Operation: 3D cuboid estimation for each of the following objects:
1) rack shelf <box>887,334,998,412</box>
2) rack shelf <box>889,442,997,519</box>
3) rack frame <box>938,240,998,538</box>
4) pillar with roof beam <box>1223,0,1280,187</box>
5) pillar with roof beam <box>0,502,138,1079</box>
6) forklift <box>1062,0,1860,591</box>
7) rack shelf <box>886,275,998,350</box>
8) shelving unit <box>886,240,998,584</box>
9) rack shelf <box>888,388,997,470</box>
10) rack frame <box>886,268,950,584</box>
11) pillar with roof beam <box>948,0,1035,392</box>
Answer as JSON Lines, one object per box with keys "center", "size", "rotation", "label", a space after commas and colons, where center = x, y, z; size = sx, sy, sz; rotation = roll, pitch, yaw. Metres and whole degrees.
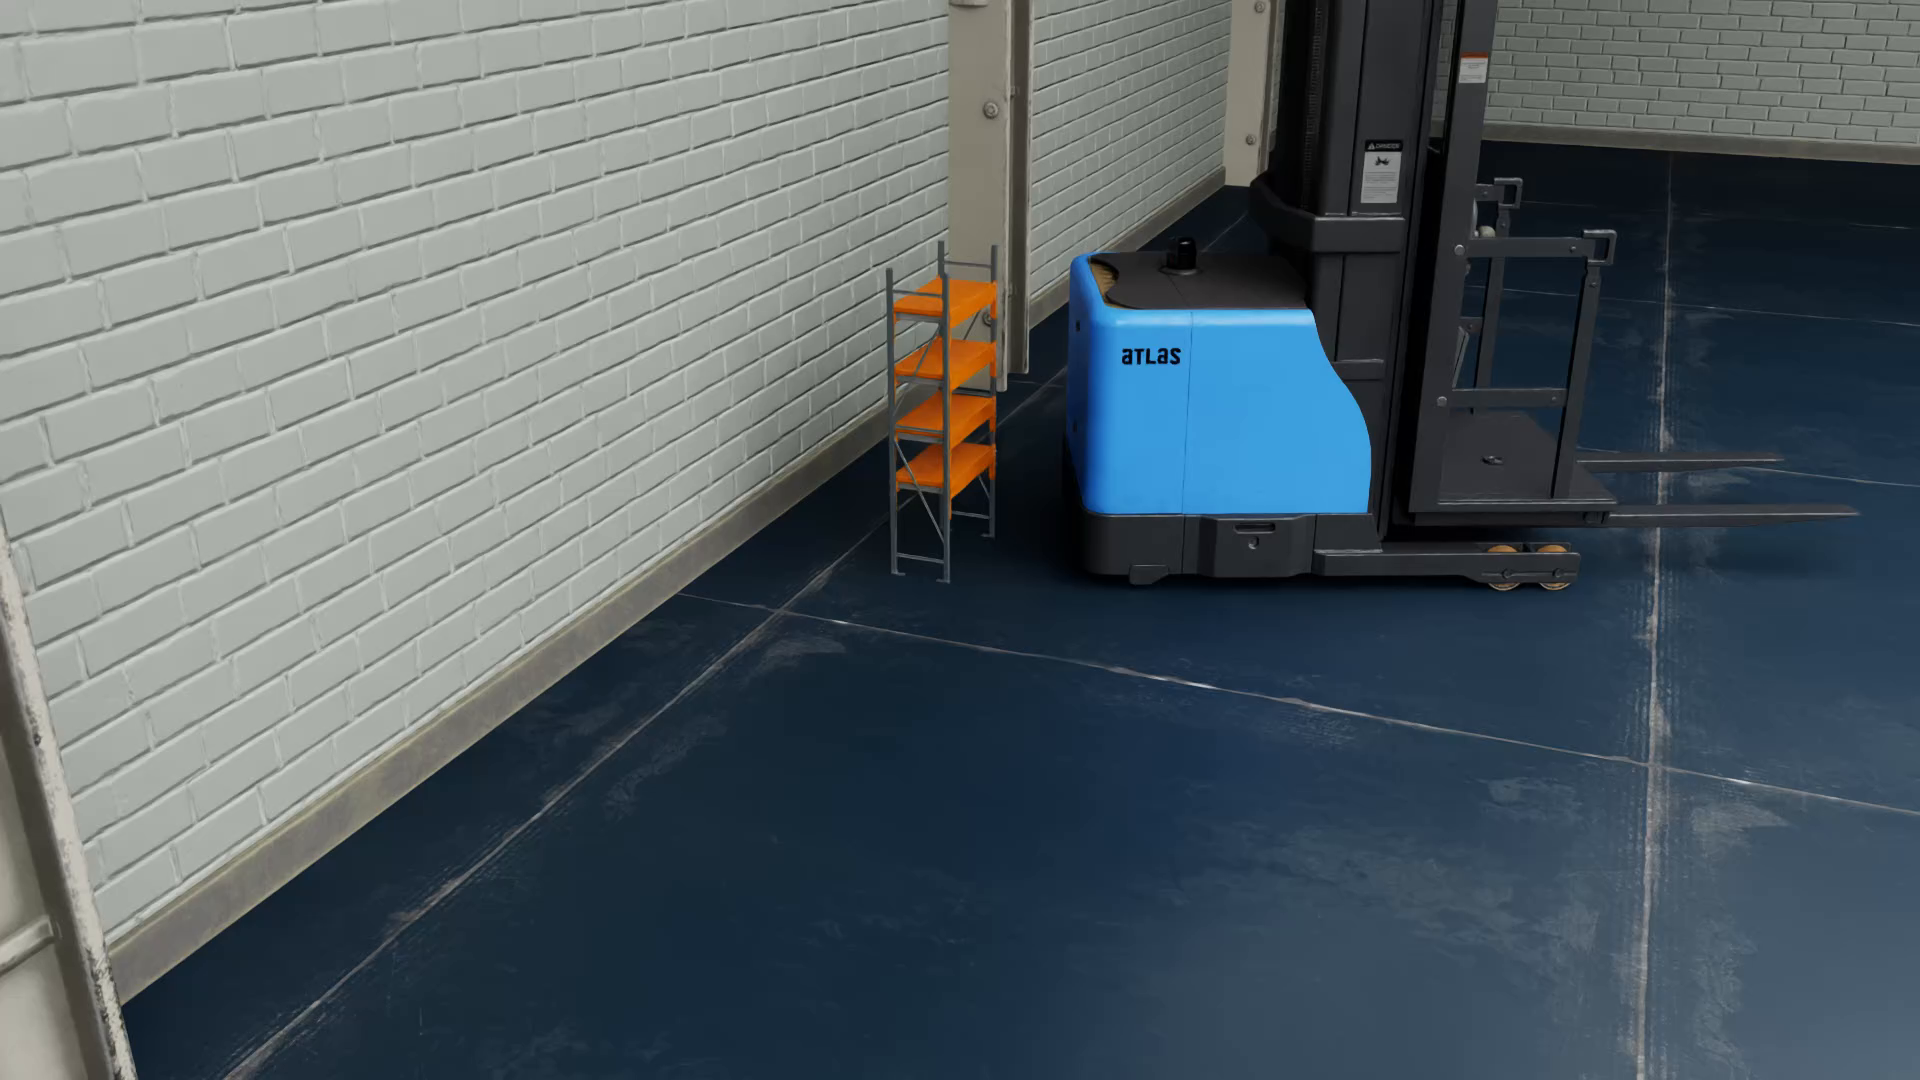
{"center": [-0.061, -0.639, 6.317], "size": [0.258, 0.148, 0.480], "rotation": [9, 24, 20], "label": "rack shelf"}
{"center": [-0.061, -0.249, 6.479], "size": [0.258, 0.148, 0.480], "rotation": [9, 24, 20], "label": "rack shelf"}
{"center": [0.029, -0.582, 6.586], "size": [0.240, 1.200, 0.015], "rotation": [9, 24, 20], "label": "rack frame"}
{"center": [6.379, -6.540, 10.732], "size": [9.100, 9.000, 0.400], "rotation": [9, 24, 20], "label": "pillar with roof beam"}
{"center": [1.922, -2.246, 0.451], "size": [9.100, 9.000, 0.400], "rotation": [9, 24, 20], "label": "pillar with roof beam"}
{"center": [1.958, -1.367, 6.220], "size": [3.031, 2.935, 1.130], "rotation": [0, 23, -1], "label": "forklift"}
{"center": [-0.061, -0.857, 6.225], "size": [0.258, 0.148, 0.480], "rotation": [9, 24, 20], "label": "rack shelf"}
{"center": [-0.061, -0.494, 6.377], "size": [0.258, 1.200, 0.503], "rotation": [9, 24, 20], "label": "shelving unit"}
{"center": [-0.061, -0.432, 6.403], "size": [0.258, 0.148, 0.480], "rotation": [9, 24, 20], "label": "rack shelf"}
{"center": [-0.152, -0.407, 6.168], "size": [0.240, 1.200, 0.015], "rotation": [9, 24, 20], "label": "rack frame"}
{"center": [4.151, -4.393, 5.591], "size": [9.100, 9.000, 0.400], "rotation": [9, 24, 20], "label": "pillar with roof beam"}
